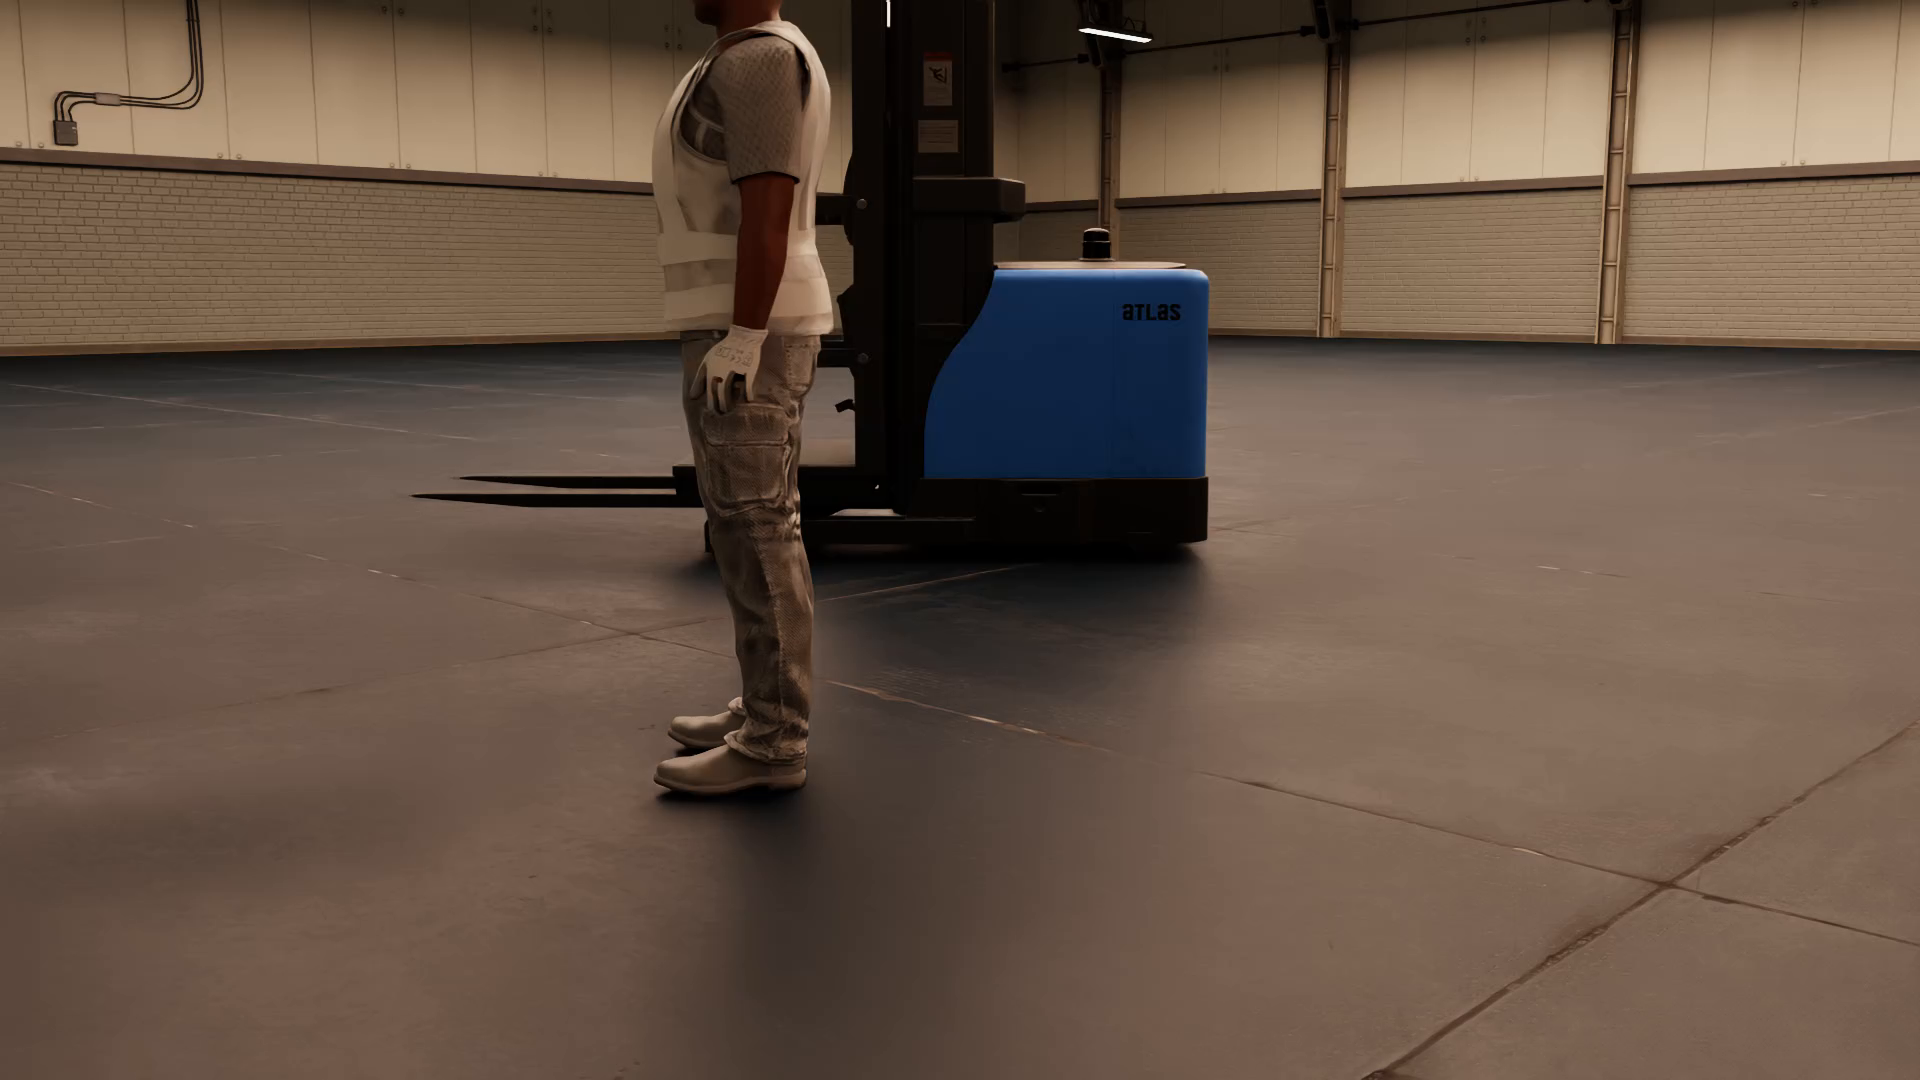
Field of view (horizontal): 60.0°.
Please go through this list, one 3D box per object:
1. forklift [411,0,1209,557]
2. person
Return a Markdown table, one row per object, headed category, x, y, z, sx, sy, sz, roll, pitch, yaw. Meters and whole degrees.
| category | x | y | z | sx | sy | sz | roll | pitch | yaw |
| --- | --- | --- | --- | --- | --- | --- | --- | --- | --- |
| forklift | -0.581 | -1.447 | 6.485 | 3.031 | 2.935 | 1.130 | 0 | 9 | 0 |
| person | -0.445 | -0.396 | 3.350 | 0.386 | 1.790 | 0.536 | 0 | 9 | -2 |
